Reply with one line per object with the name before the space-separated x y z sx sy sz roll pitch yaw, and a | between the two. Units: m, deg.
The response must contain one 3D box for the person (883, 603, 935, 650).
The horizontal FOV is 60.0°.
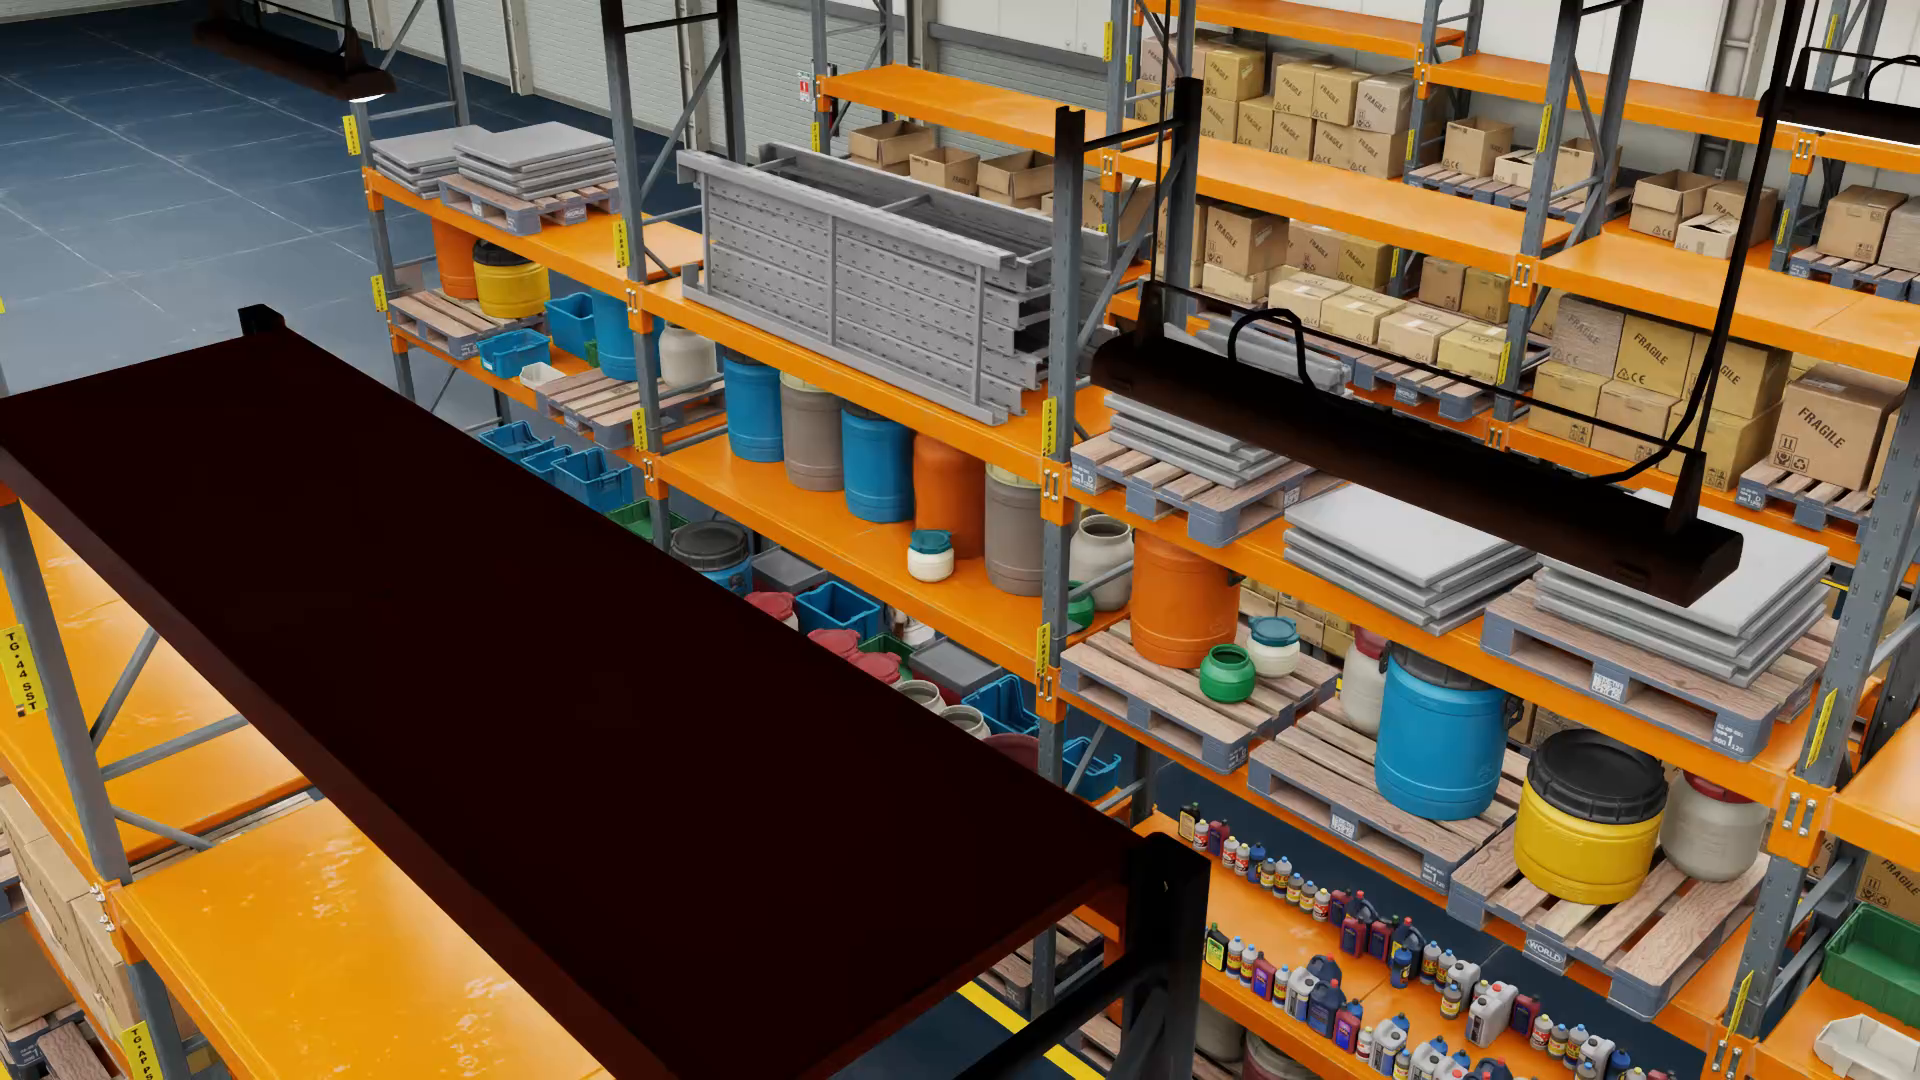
person | -0.408 0.789 13.621 0.467 1.637 0.972 -21 35 -34
